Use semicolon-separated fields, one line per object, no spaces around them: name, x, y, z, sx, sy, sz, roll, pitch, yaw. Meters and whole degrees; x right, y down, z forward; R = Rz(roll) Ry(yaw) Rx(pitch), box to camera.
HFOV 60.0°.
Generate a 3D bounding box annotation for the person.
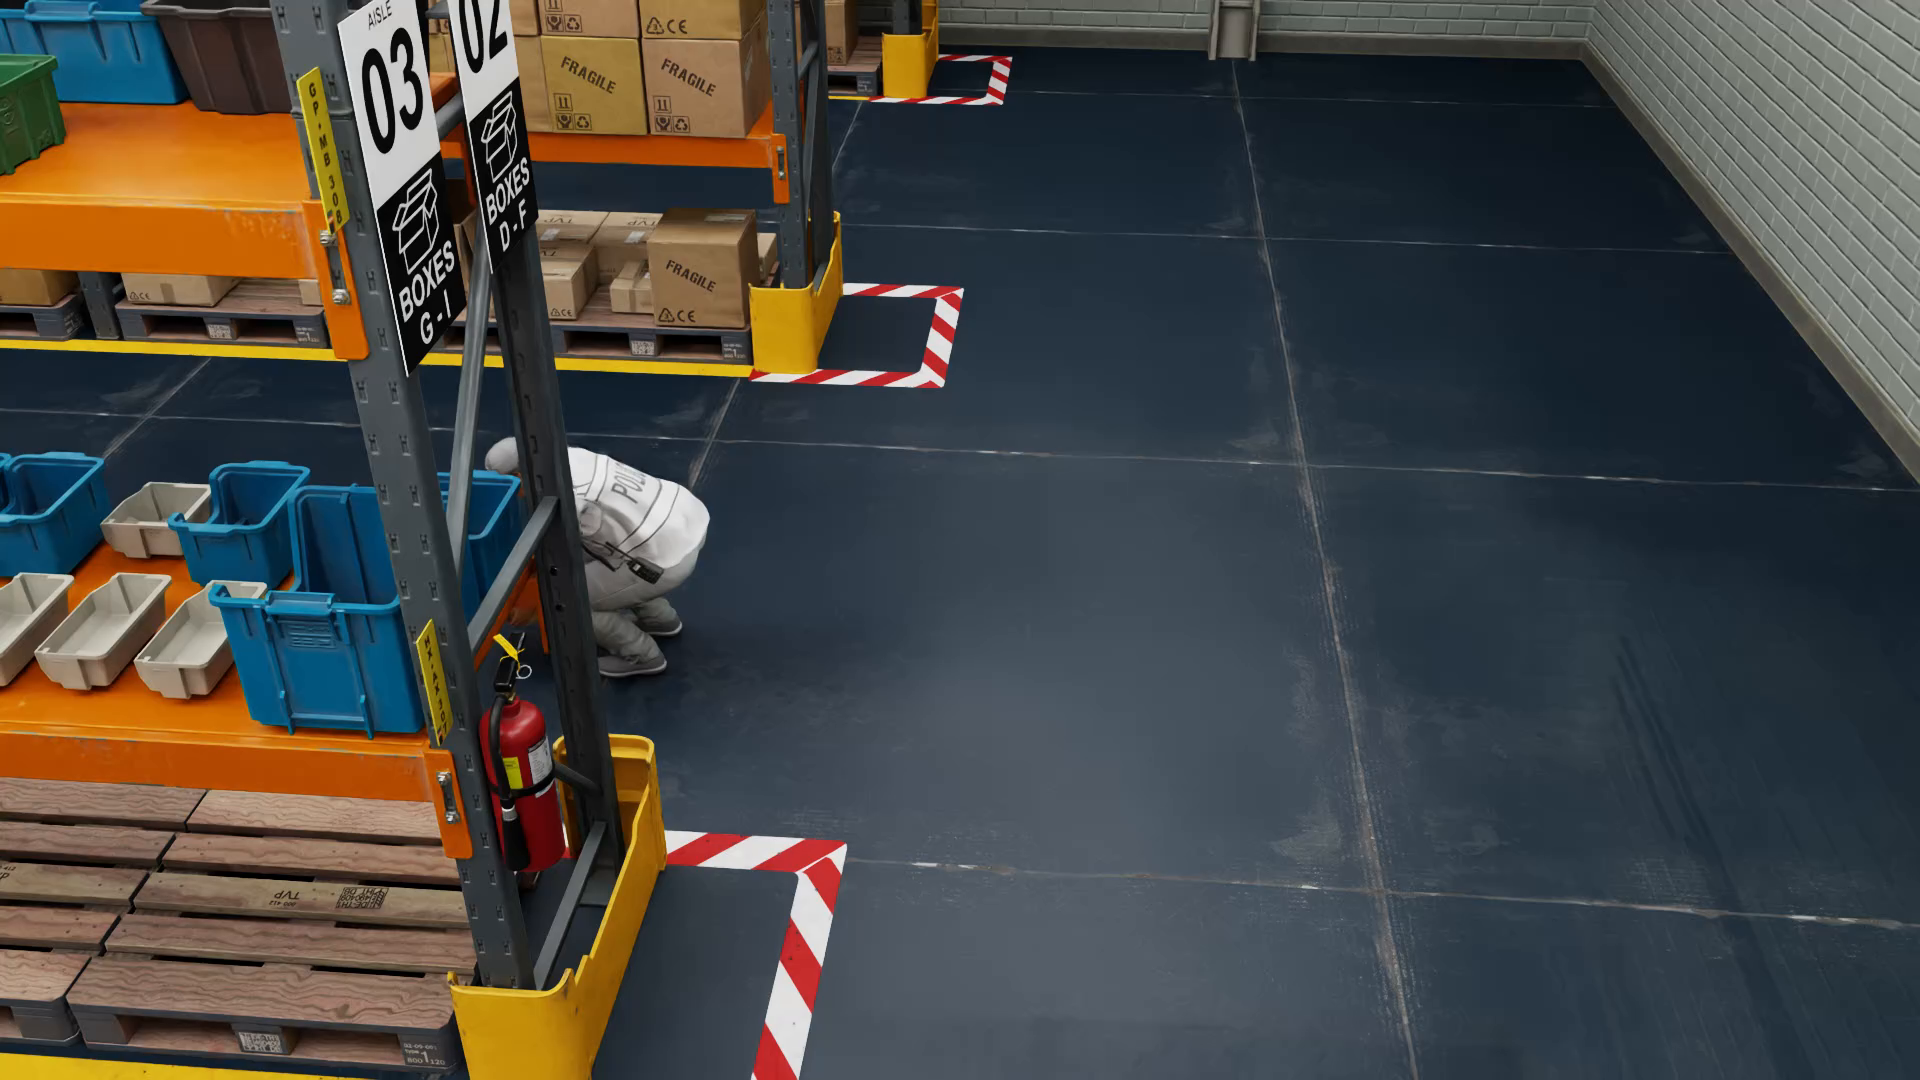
person;-1.432;0.044;6.681;0.836;1.016;0.530;2;32;4
